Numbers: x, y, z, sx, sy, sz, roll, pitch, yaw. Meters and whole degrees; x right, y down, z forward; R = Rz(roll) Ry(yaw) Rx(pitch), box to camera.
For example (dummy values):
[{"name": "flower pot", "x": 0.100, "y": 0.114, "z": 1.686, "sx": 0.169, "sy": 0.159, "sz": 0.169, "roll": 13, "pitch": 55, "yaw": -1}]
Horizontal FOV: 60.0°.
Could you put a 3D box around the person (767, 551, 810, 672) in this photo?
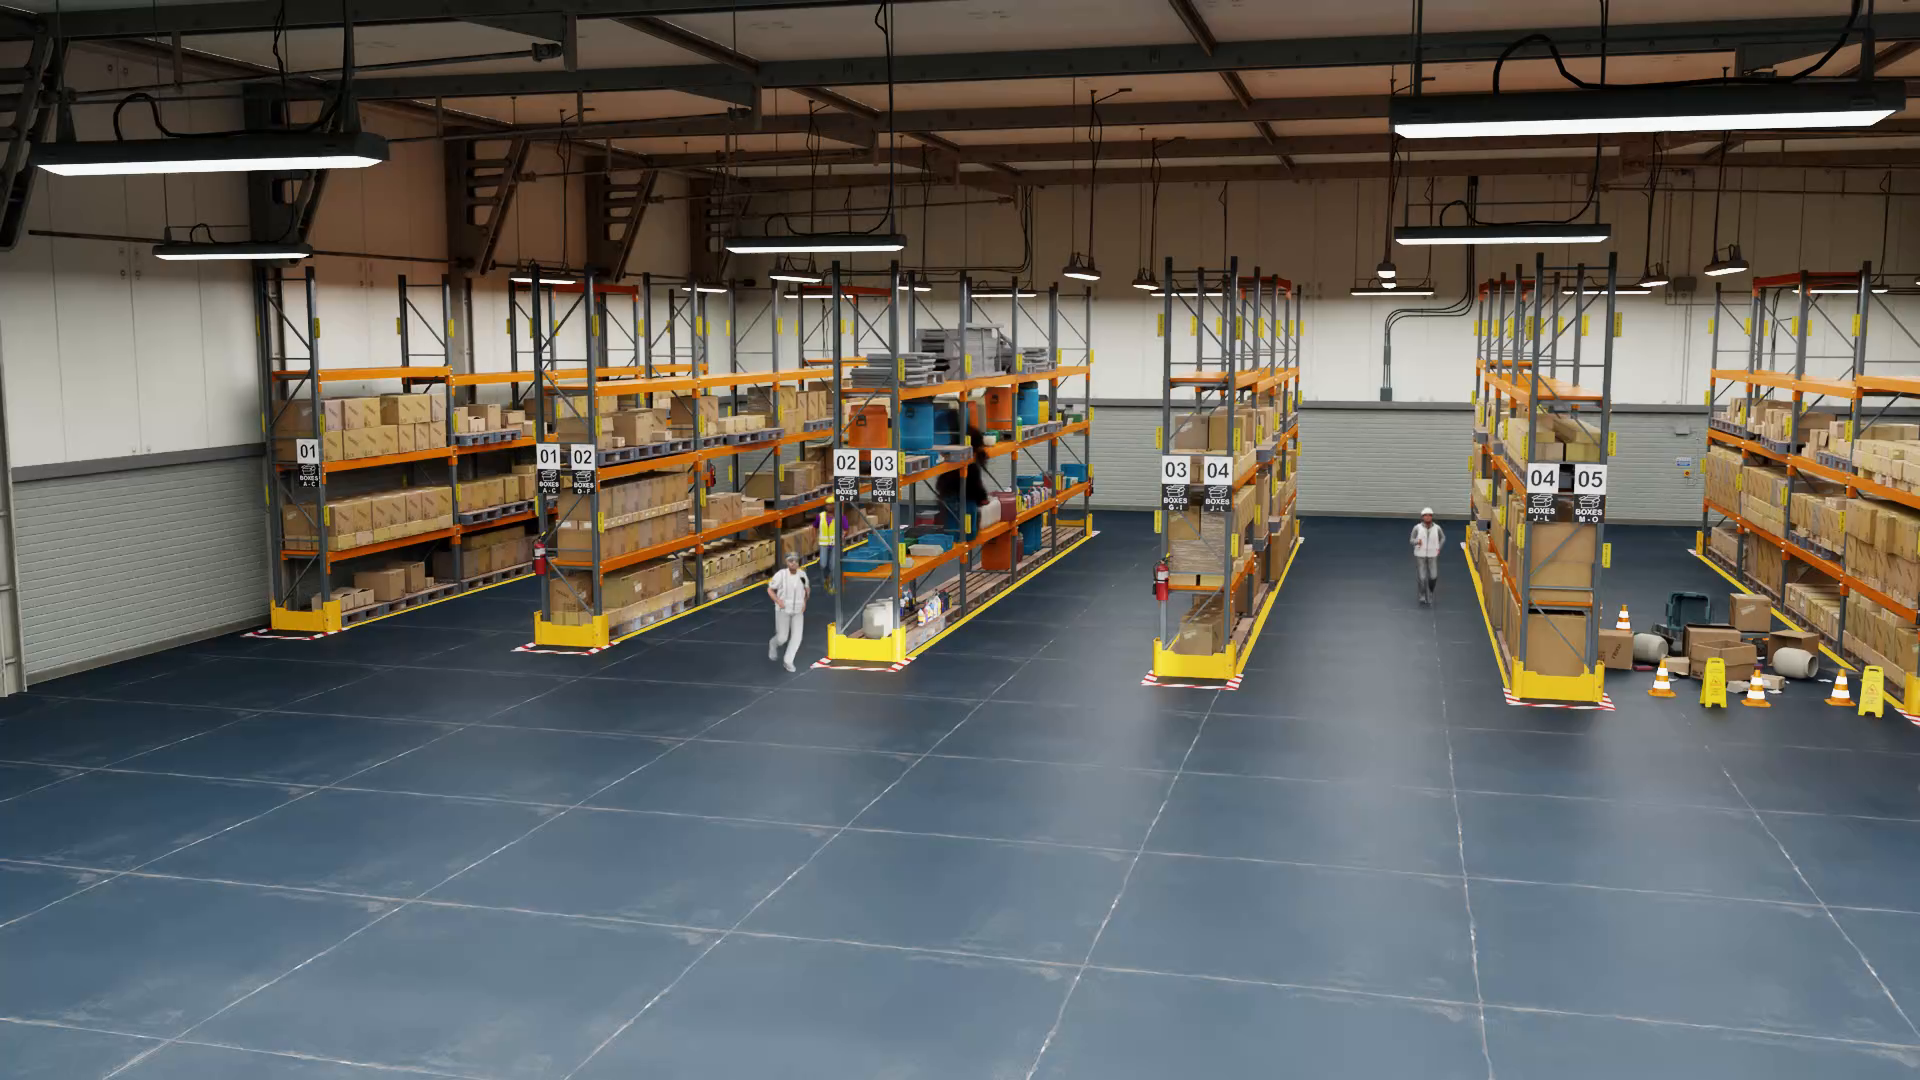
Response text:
[{"name": "person", "x": -2.520, "y": 1.029, "z": 24.660, "sx": 0.682, "sy": 1.760, "sz": 0.705, "roll": -3, "pitch": 8, "yaw": -24}]

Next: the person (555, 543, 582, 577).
[{"name": "person", "x": -7.018, "y": 0.355, "z": 30.133, "sx": 0.659, "sy": 1.673, "sz": 0.614, "roll": 1, "pitch": 7, "yaw": 10}]

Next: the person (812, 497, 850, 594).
[{"name": "person", "x": -2.316, "y": 0.105, "z": 29.586, "sx": 0.698, "sy": 1.735, "sz": 0.545, "roll": 1, "pitch": 7, "yaw": 4}]

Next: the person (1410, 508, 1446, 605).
[{"name": "person", "x": 8.483, "y": 0.303, "z": 30.242, "sx": 0.606, "sy": 1.767, "sz": 0.647, "roll": 2, "pitch": 7, "yaw": 13}]
